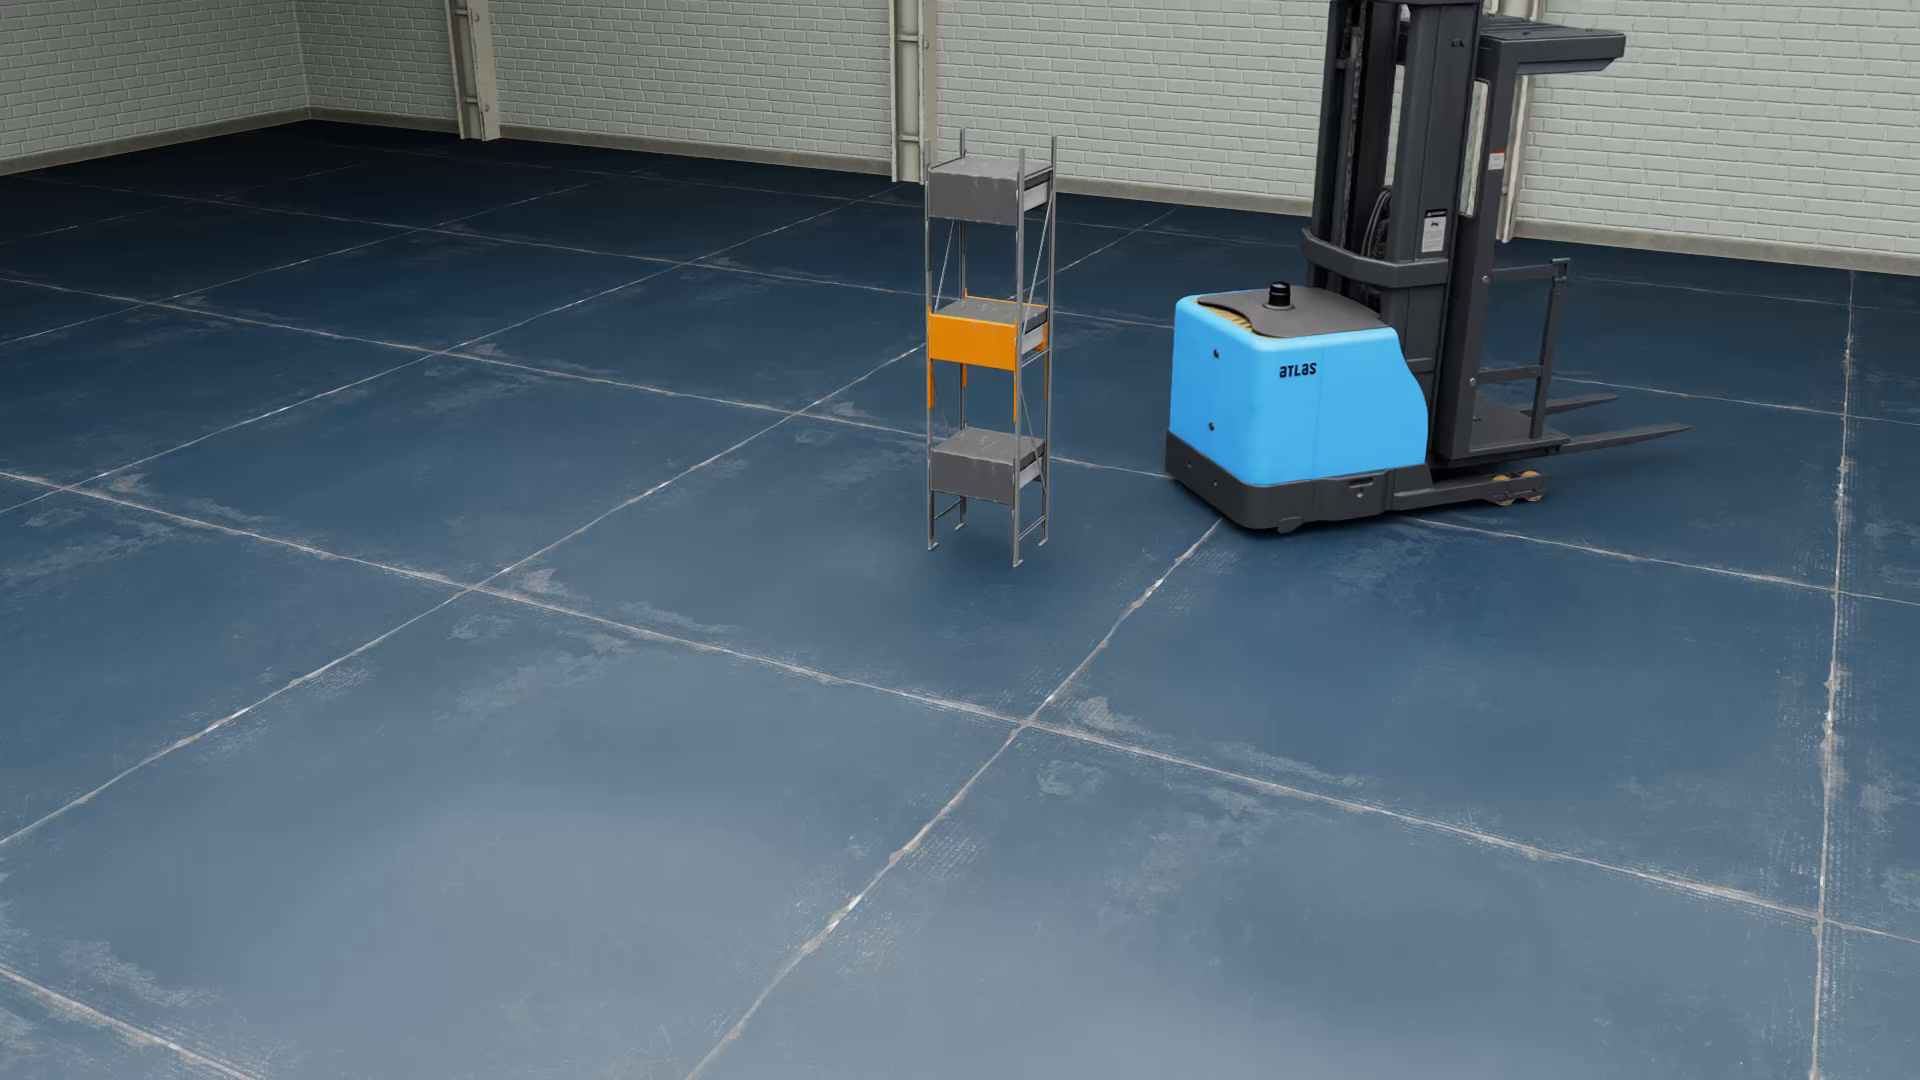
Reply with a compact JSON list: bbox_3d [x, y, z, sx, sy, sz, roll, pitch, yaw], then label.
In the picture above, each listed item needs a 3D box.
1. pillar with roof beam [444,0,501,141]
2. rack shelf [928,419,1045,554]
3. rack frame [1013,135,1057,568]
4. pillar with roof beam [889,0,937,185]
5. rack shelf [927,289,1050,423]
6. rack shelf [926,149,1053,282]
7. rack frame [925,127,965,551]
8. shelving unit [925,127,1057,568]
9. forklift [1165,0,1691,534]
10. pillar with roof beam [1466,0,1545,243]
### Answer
[{"bbox_3d":[-7.784,-7.545,14.993,0.400,9.000,9.100,11,25,25],"label":"pillar with roof beam"},{"bbox_3d":[0.148,-0.280,8.550,0.480,0.518,0.431,11,25,25],"label":"rack shelf"},{"bbox_3d":[0.365,-0.894,8.169,0.015,2.100,0.400,11,25,25],"label":"rack frame"},{"bbox_3d":[-2.430,-6.486,12.502,0.400,9.000,9.100,11,25,25],"label":"pillar with roof beam"},{"bbox_3d":[0.148,-0.924,8.276,0.480,0.518,0.431,11,25,25],"label":"rack shelf"},{"bbox_3d":[0.148,-1.569,8.002,0.480,0.518,0.431,11,25,25],"label":"rack shelf"},{"bbox_3d":[-0.070,-0.980,8.372,0.015,2.100,0.400,11,25,25],"label":"rack frame"},{"bbox_3d":[0.148,-0.937,8.270,0.503,2.100,0.431,11,25,25],"label":"shelving unit"},{"bbox_3d":[2.744,-1.723,9.055,3.031,2.935,1.130,-8,24,-18],"label":"forklift"},{"bbox_3d":[2.925,-5.426,10.011,0.400,9.000,9.100,11,25,25],"label":"pillar with roof beam"}]
